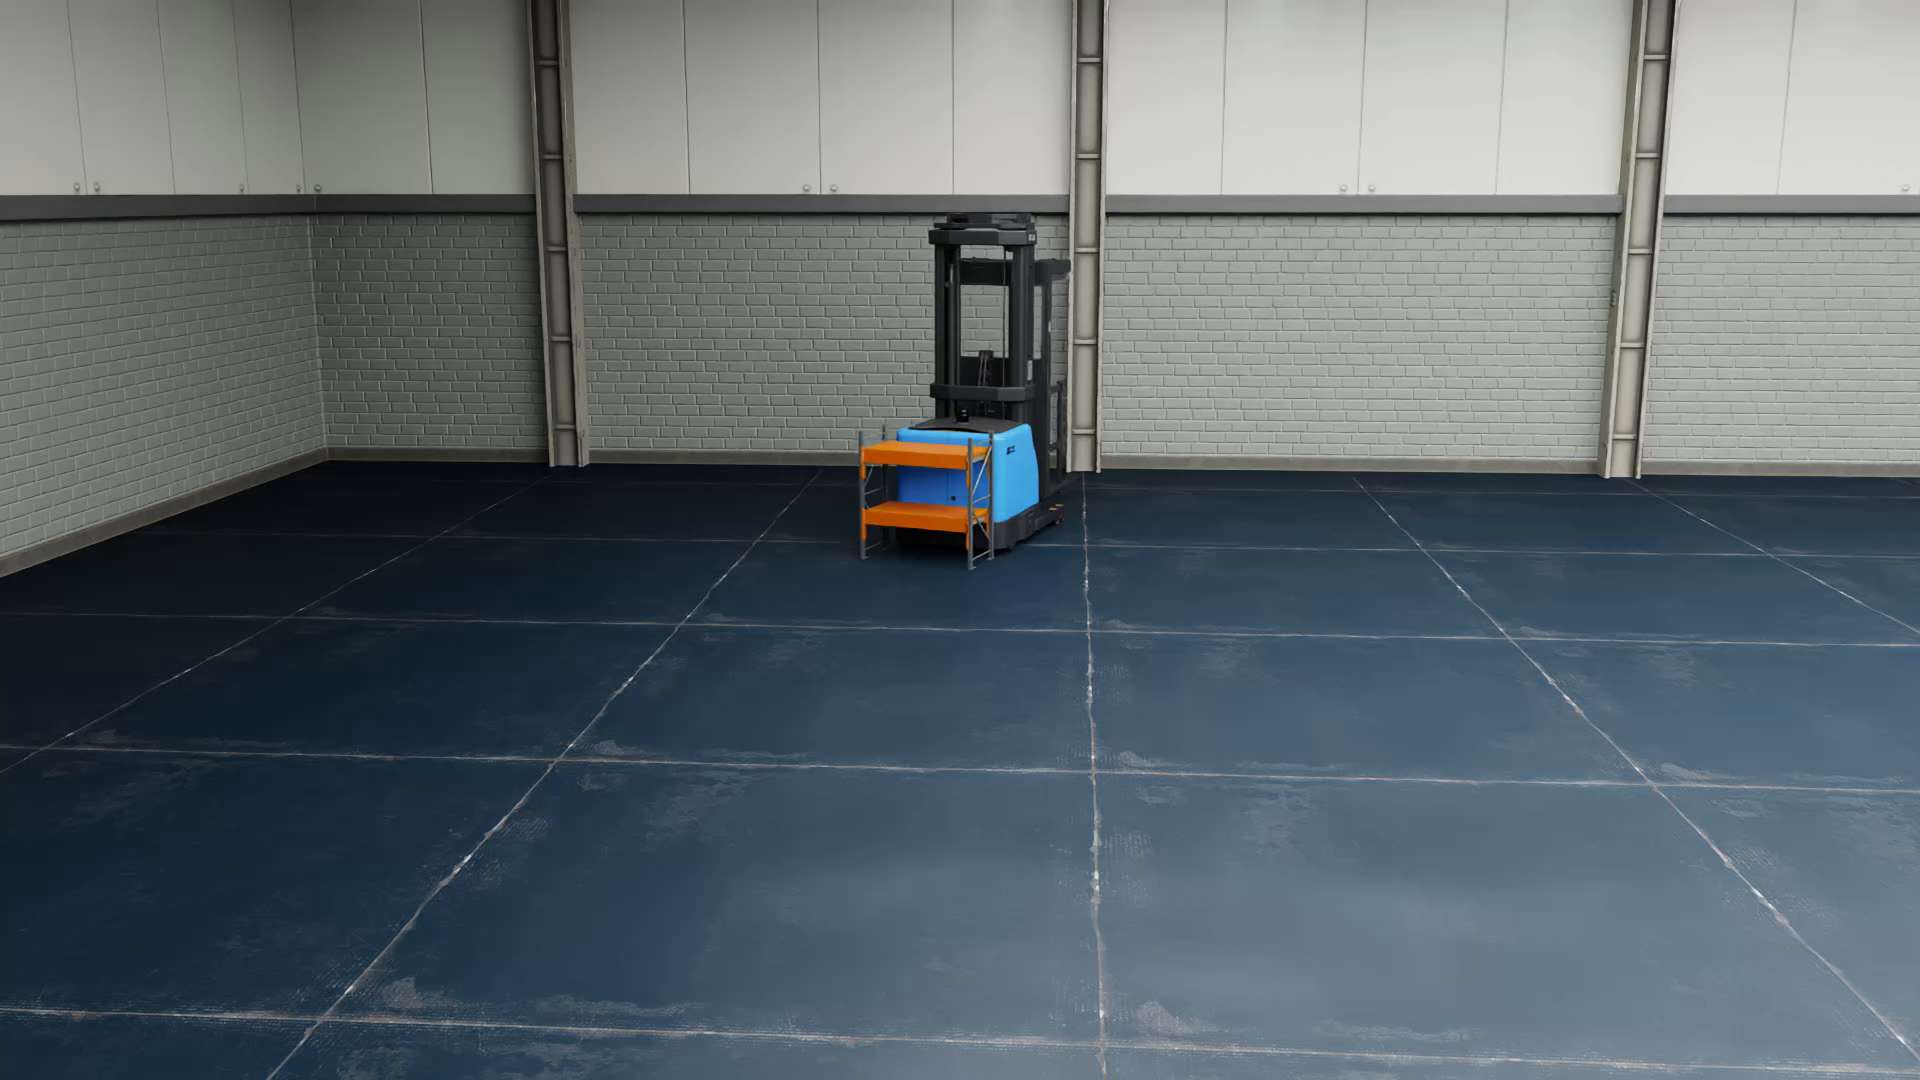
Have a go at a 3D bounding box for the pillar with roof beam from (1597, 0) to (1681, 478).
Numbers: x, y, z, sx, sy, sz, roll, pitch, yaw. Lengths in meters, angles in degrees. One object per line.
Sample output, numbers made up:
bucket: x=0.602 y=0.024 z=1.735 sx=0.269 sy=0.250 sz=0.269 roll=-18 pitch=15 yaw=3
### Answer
pillar with roof beam: x=7.113 y=-4.246 z=13.570 sx=0.400 sy=9.000 sz=9.100 roll=1 pitch=12 yaw=4

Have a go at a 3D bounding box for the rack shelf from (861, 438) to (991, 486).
rack shelf: x=-0.288 y=-0.672 z=14.284 sx=1.000 sy=0.278 sz=0.538 roll=5 pitch=13 yaw=23

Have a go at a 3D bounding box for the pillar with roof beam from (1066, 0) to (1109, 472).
pillar with roof beam: x=1.127 y=-4.328 z=13.963 sx=0.400 sy=9.000 sz=9.100 roll=1 pitch=12 yaw=4

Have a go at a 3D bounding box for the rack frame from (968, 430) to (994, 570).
rack frame: x=0.178 y=-0.344 z=14.145 sx=0.032 sy=1.125 sz=0.500 roll=5 pitch=13 yaw=23

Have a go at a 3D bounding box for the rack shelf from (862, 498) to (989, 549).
rack shelf: x=-0.288 y=-0.146 z=14.394 sx=1.000 sy=0.278 sz=0.538 roll=5 pitch=13 yaw=23

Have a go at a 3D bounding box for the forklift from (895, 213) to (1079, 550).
forklift: x=0.401 y=-1.605 z=15.766 sx=1.130 sy=2.935 sz=3.031 roll=4 pitch=13 yaw=19

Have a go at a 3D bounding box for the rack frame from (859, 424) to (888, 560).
rack frame: x=-0.754 y=-0.427 z=14.542 sx=0.032 sy=1.125 sz=0.500 roll=5 pitch=13 yaw=23

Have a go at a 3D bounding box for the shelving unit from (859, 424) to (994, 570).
shelving unit: x=-0.288 y=-0.385 z=14.344 sx=1.048 sy=1.125 sz=0.538 roll=5 pitch=13 yaw=23

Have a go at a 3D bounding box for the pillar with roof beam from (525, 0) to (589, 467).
pillar with roof beam: x=-4.860 y=-4.410 z=14.355 sx=0.400 sy=9.000 sz=9.100 roll=1 pitch=12 yaw=4
